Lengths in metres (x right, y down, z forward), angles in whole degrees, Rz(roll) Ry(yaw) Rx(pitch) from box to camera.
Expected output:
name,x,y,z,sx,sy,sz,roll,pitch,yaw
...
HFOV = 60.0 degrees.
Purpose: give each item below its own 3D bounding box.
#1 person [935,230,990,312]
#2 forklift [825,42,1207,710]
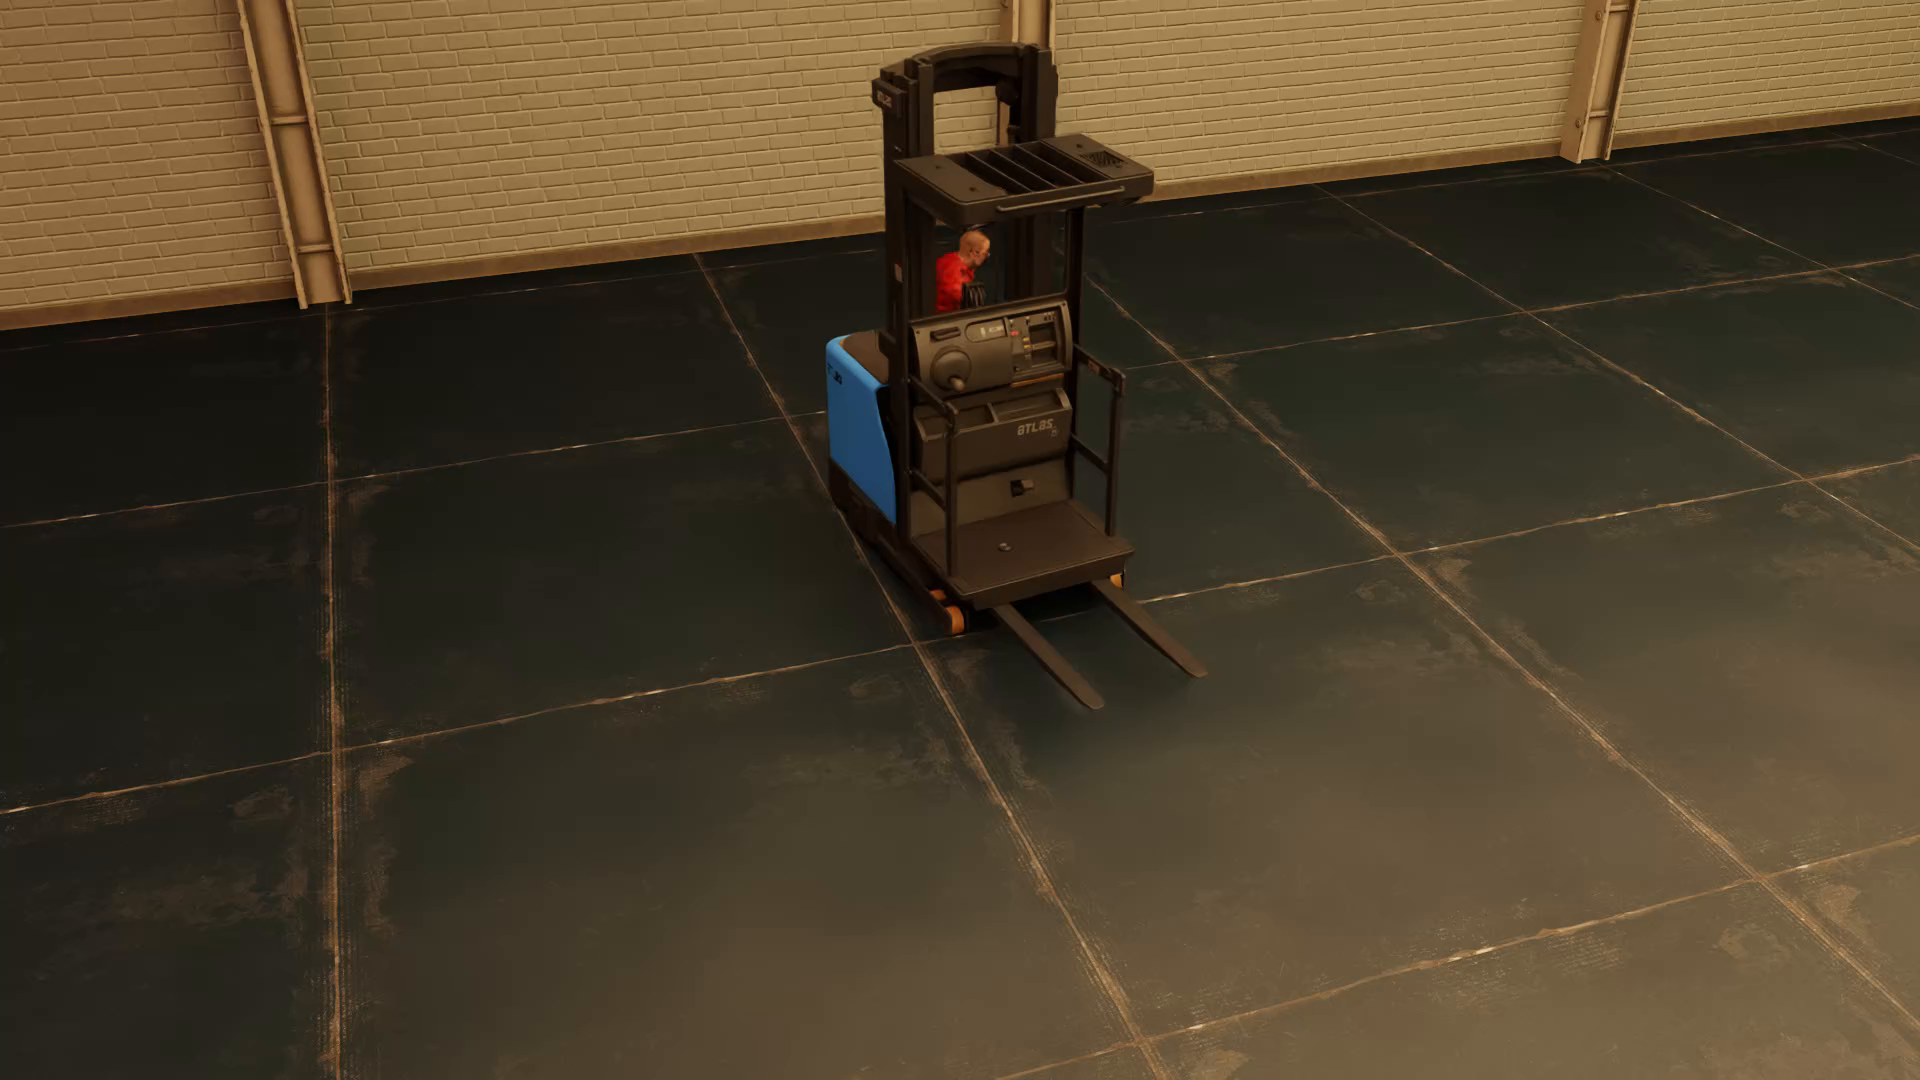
name,x,y,z,sx,sy,sz,roll,pitch,yaw
person,0.229,-1.324,10.932,0.905,1.516,0.776,-6,30,-10
forklift,0.281,-0.999,8.823,1.130,2.935,3.031,-14,33,-23
